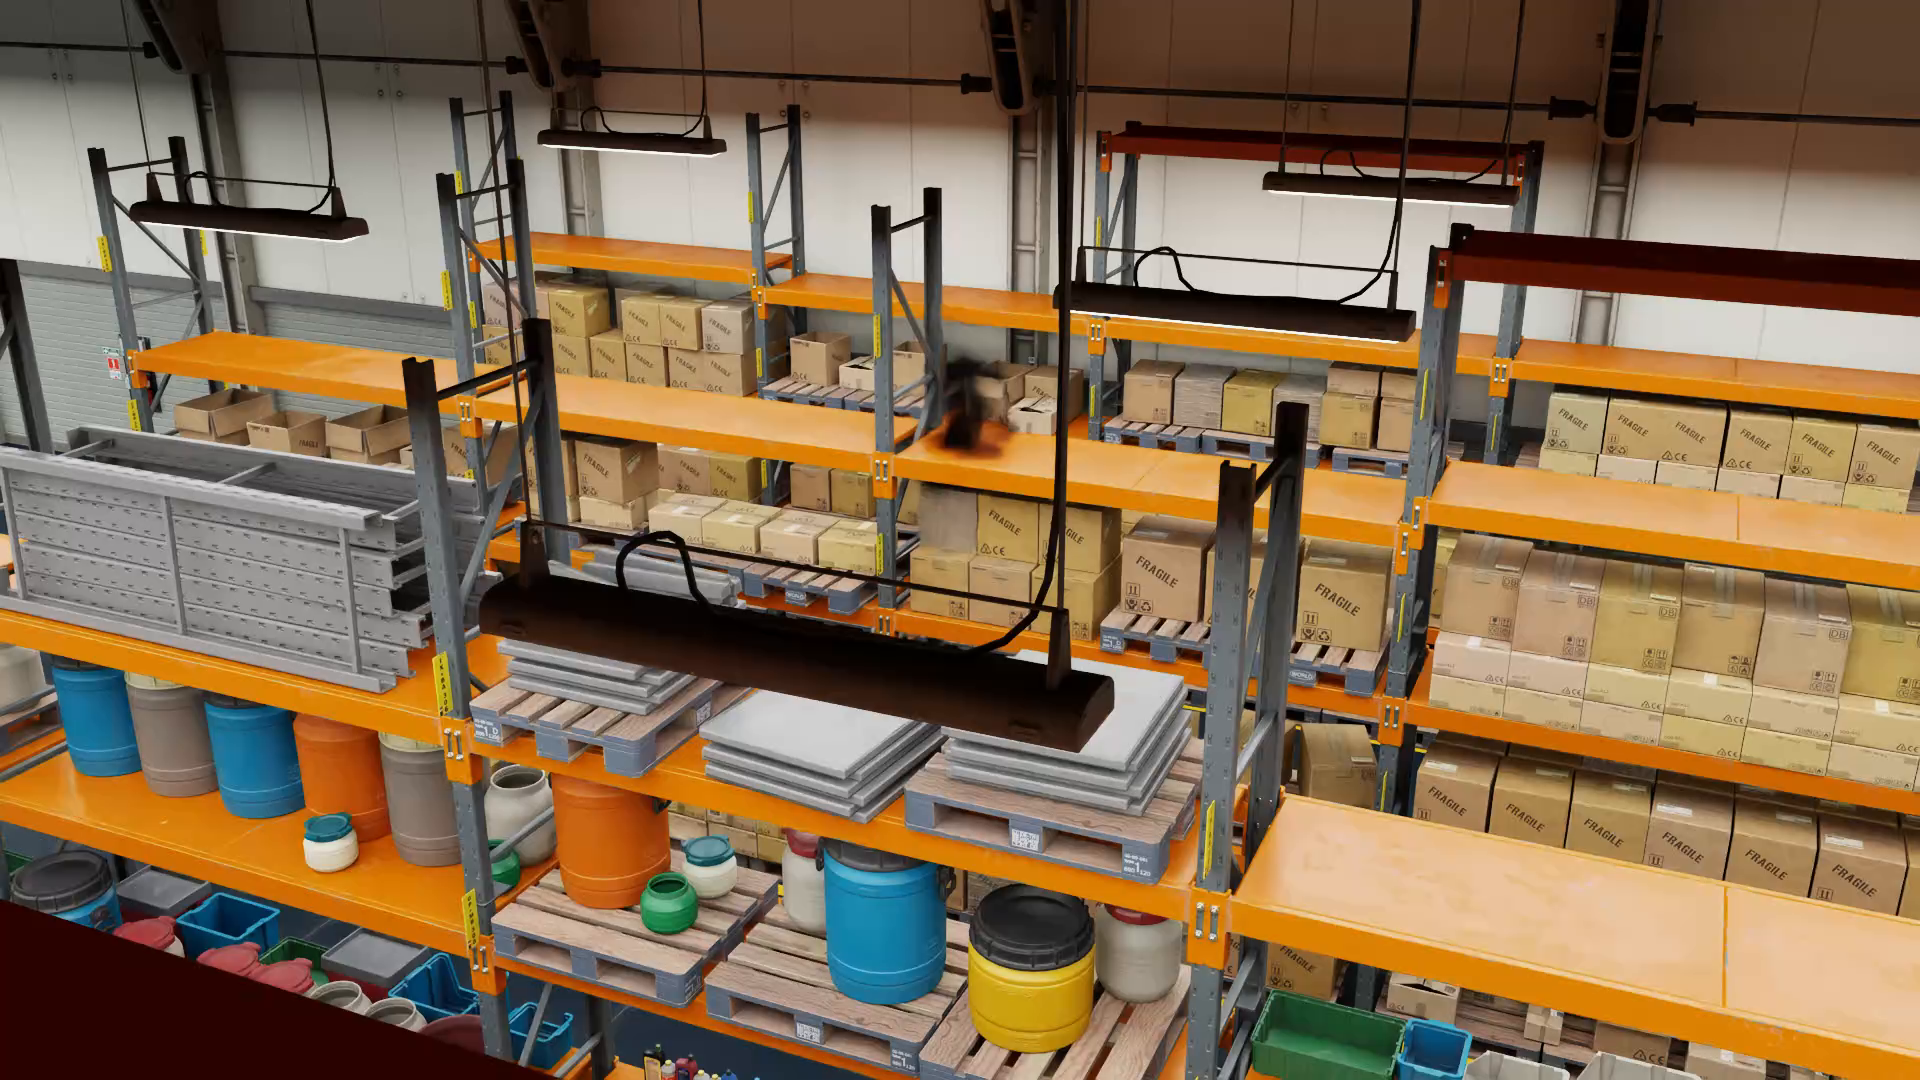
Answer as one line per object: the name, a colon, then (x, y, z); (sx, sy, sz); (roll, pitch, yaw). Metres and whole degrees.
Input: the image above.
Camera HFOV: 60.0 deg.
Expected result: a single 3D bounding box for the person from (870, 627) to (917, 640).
person: (-0.740, 1.284, 16.706); (0.726, 1.563, 0.536); (7, 22, 19)
